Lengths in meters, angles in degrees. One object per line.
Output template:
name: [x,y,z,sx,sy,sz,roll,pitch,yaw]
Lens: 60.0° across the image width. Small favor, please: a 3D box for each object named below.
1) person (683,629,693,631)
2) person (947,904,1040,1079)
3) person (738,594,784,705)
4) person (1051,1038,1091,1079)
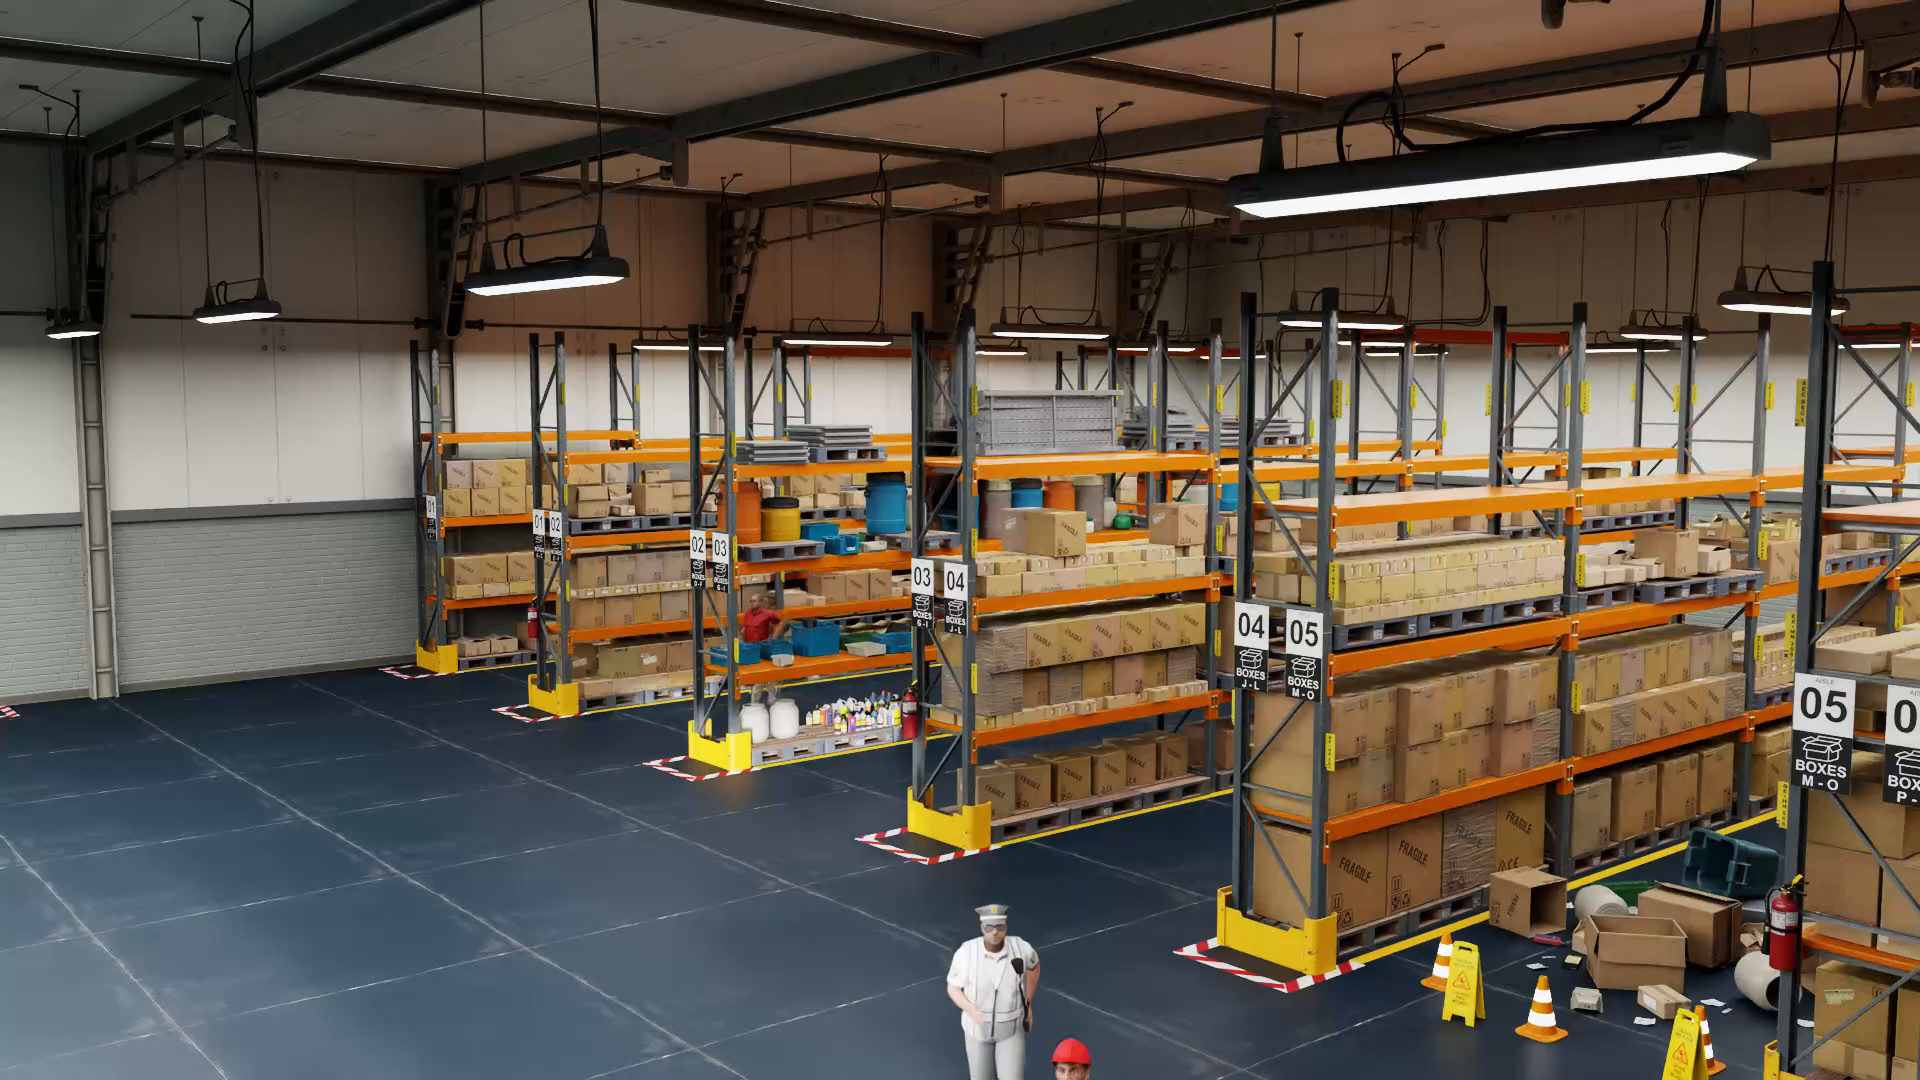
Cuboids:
person: [-4.939,1.475,29.985,0.703,1.739,1.007,5,7,43]
person: [0.220,3.283,11.057,0.611,1.829,0.788,0,5,5]
person: [-3.035,1.688,25.363,0.647,1.763,0.878,4,7,36]
person: [0.607,3.463,8.722,0.672,1.799,1.003,1,5,9]
